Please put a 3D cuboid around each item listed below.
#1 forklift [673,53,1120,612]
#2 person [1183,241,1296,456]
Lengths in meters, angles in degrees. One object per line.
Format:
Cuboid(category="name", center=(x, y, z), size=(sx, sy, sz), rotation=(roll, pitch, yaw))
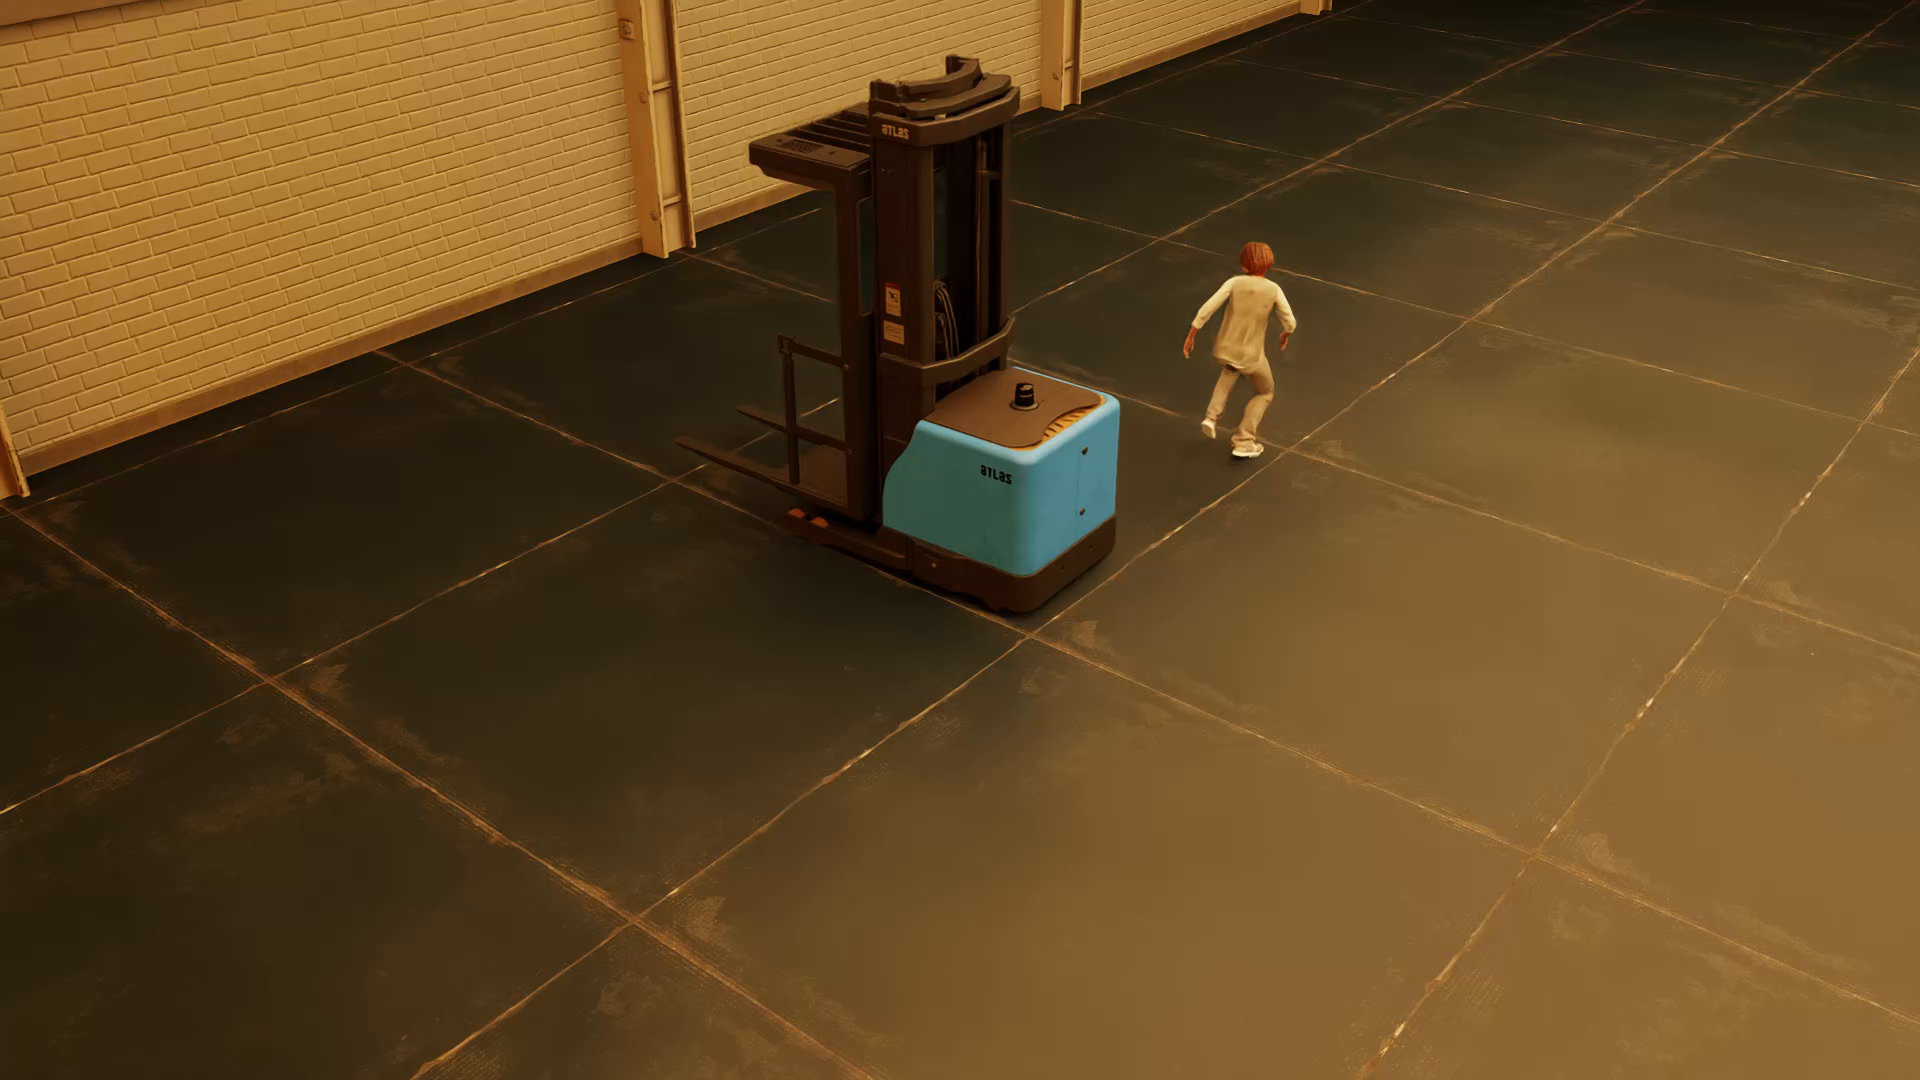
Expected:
Cuboid(category="forklift", center=(-0.524, -1.430, 10.042), size=(3.031, 2.935, 1.130), rotation=(20, 36, 31))
Cuboid(category="person", center=(1.909, -1.289, 11.220), size=(0.648, 1.512, 0.580), rotation=(17, 34, 27))
